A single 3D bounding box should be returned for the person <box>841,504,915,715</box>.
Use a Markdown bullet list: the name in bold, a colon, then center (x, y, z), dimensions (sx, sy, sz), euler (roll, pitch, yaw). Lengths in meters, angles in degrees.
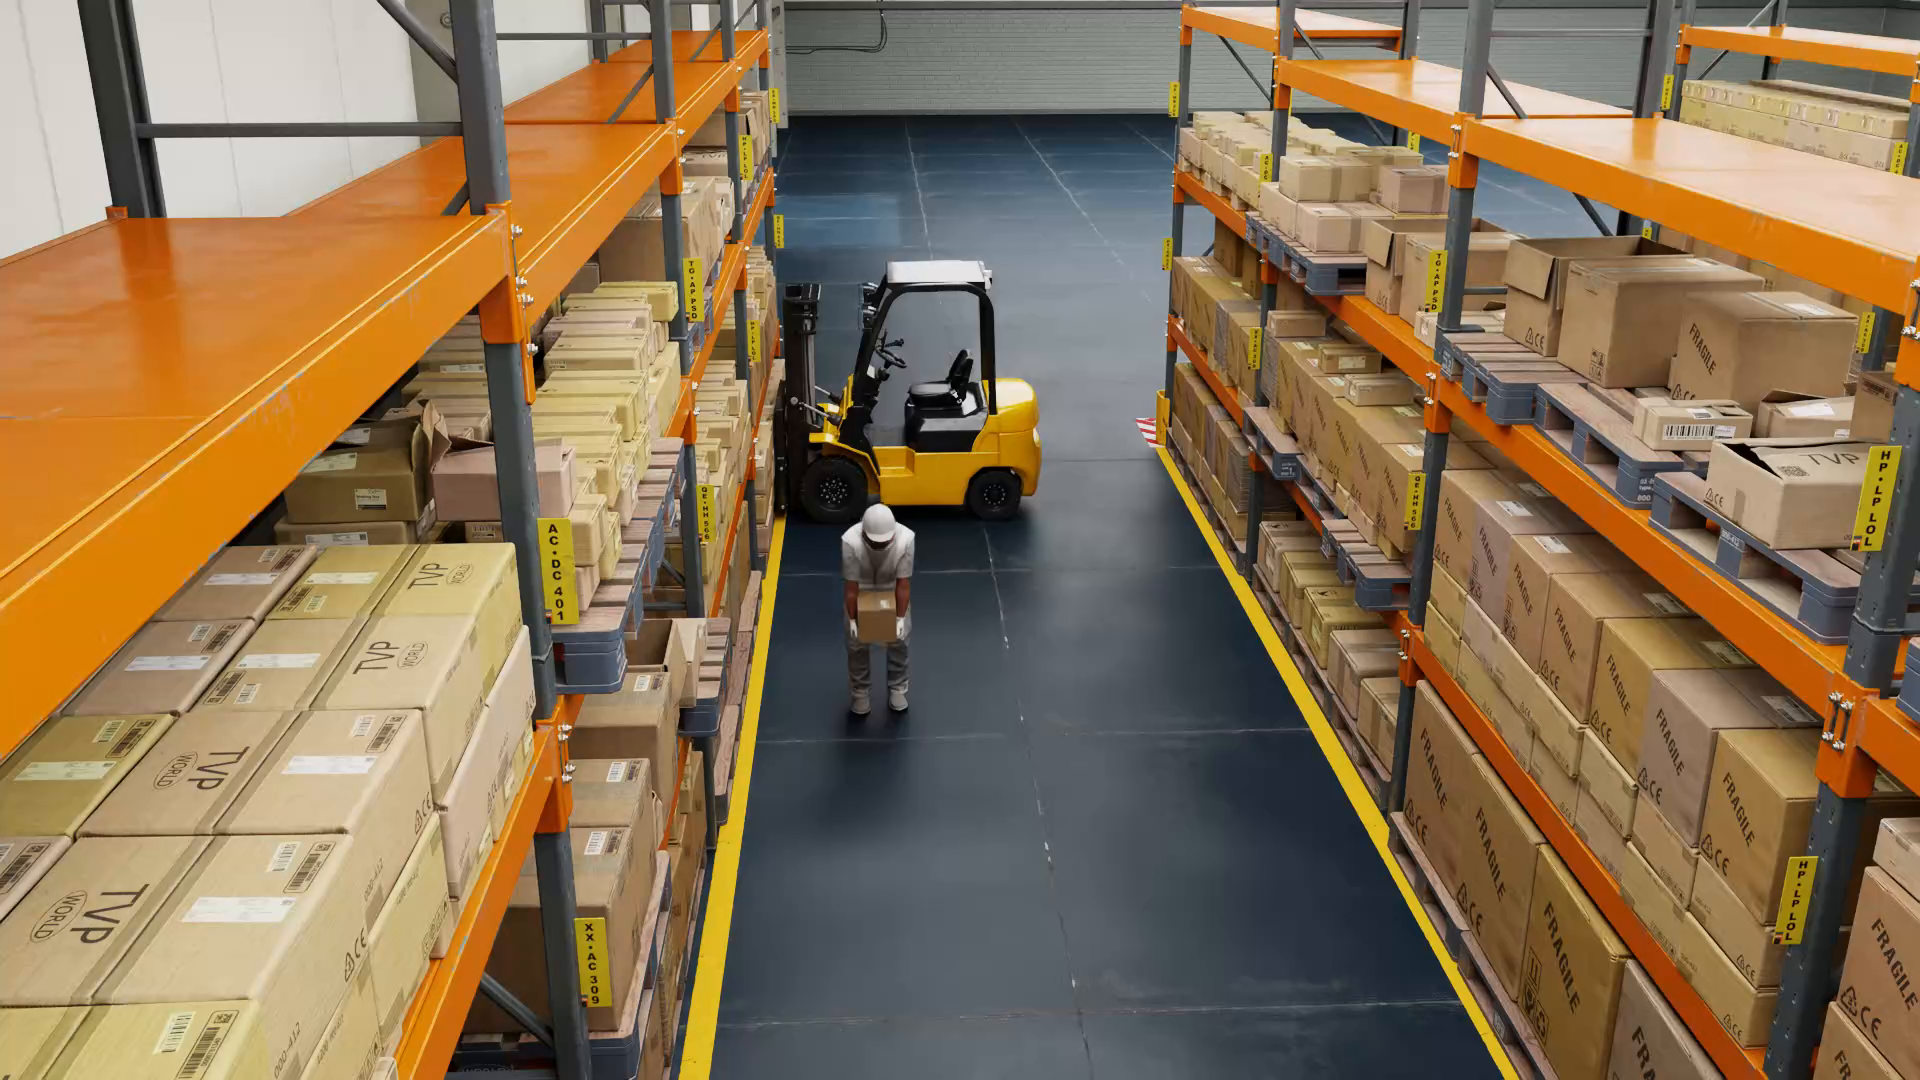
- **person**: center (-0.538, 0.430, 11.023), dimensions (0.481, 1.585, 0.786), euler (-2, 20, -4)
